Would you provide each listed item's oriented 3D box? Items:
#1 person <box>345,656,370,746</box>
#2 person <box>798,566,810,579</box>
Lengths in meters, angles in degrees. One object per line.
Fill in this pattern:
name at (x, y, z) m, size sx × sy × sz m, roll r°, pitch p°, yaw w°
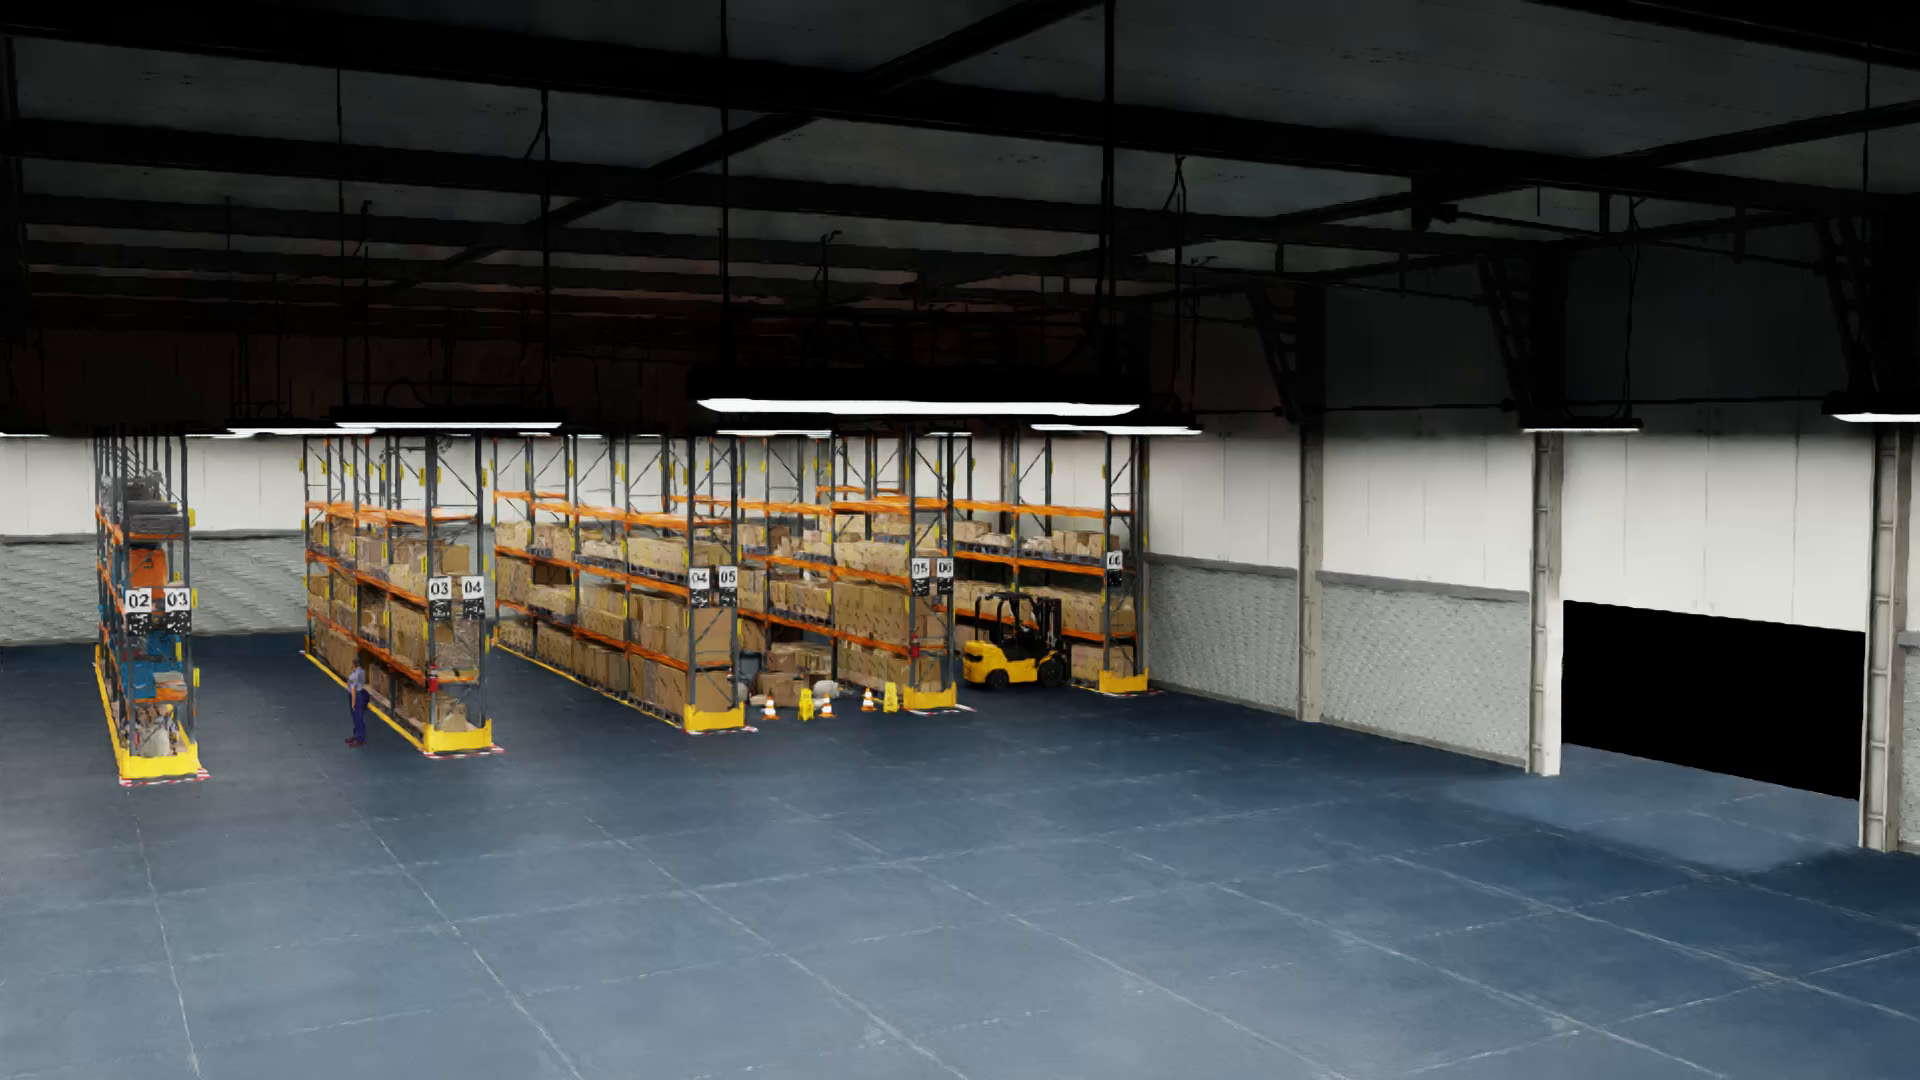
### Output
person at (-11.323, 3.011, 31.140) m, size 0.462 × 1.640 × 0.523 m, roll 0°, pitch 3°, yaw 2°
person at (-5.001, 1.605, 53.462) m, size 0.605 × 1.770 × 0.706 m, roll 2°, pitch 4°, yaw 33°
